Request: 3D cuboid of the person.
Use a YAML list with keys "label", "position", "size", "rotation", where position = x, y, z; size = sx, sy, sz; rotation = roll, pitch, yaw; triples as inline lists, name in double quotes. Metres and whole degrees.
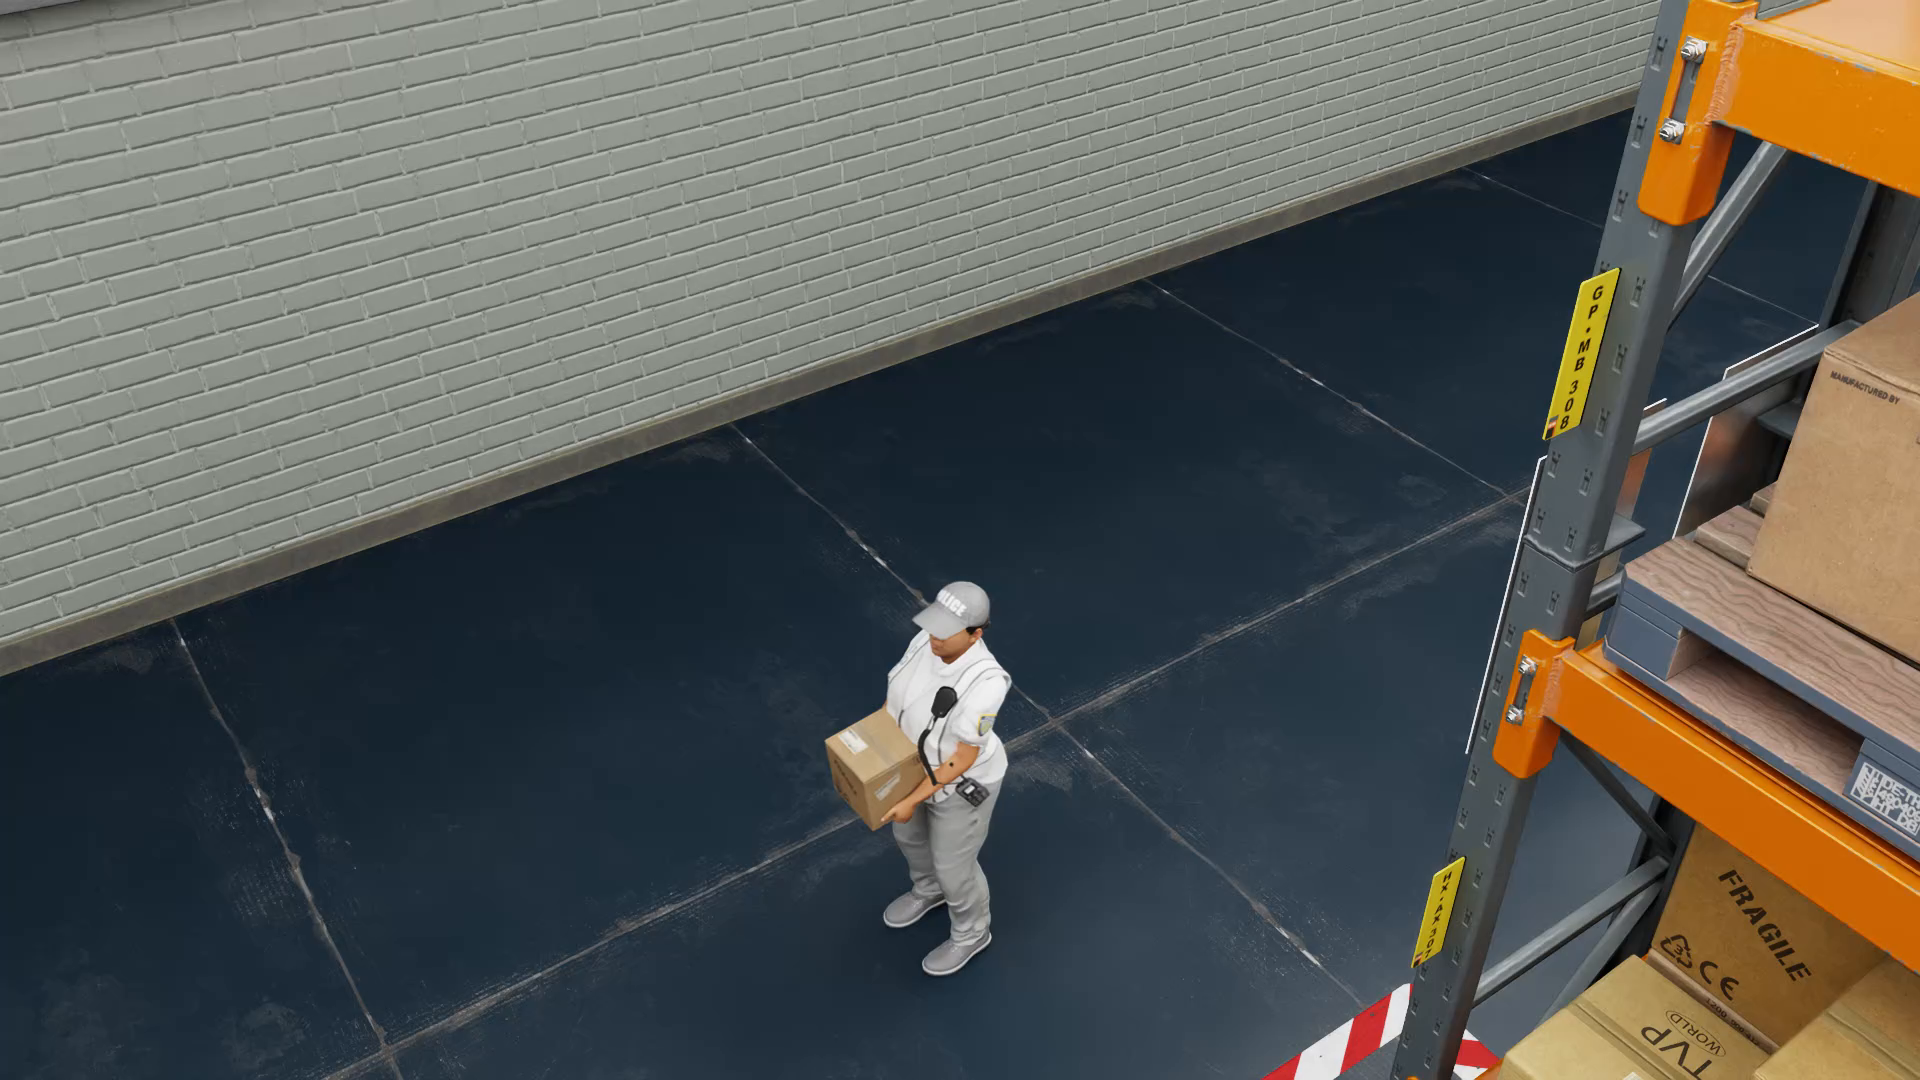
- label: "person"
  position: [-0.115, 0.853, 5.857]
  size: [0.541, 1.653, 0.453]
  rotation: [-23, 42, -27]
